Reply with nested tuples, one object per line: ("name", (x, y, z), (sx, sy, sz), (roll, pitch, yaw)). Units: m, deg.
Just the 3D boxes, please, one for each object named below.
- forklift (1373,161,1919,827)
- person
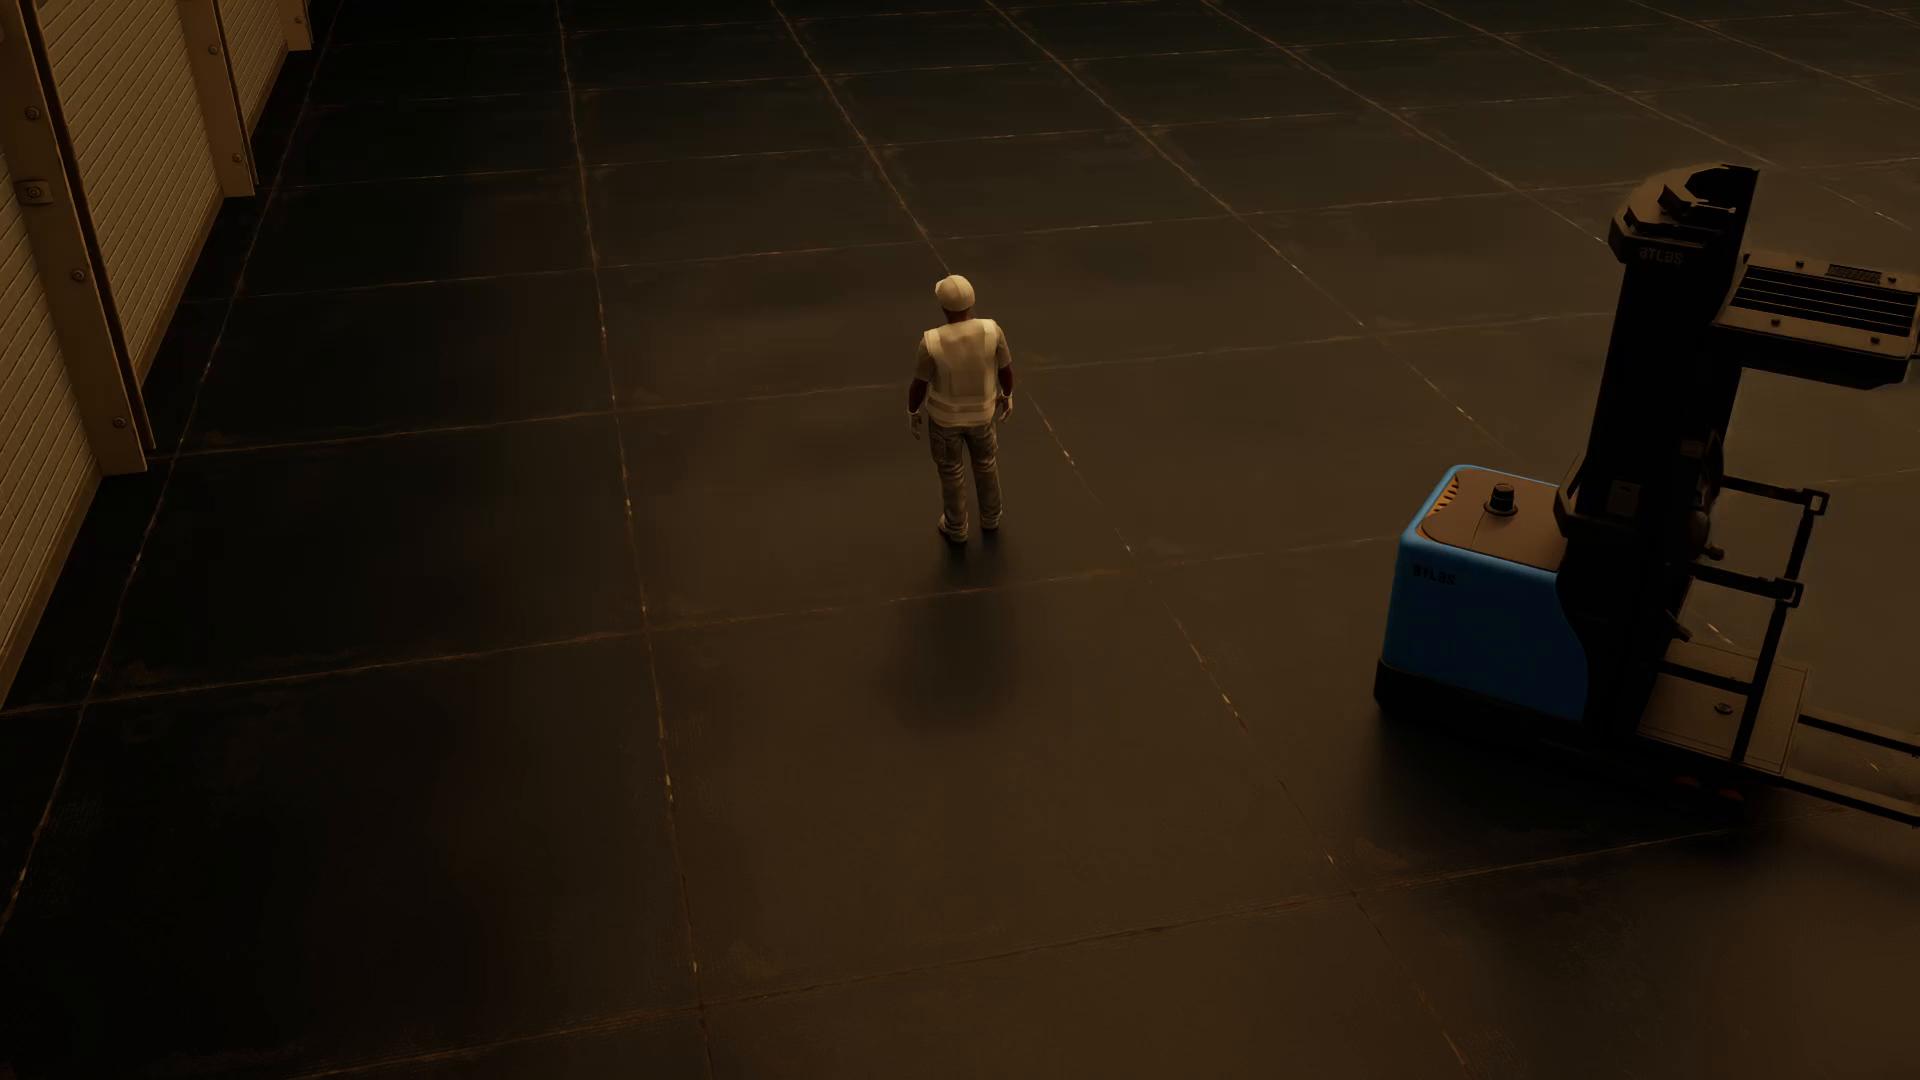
("forklift", (3.750, -0.191, 7.905), (3.031, 2.935, 1.130), (16, 34, 26))
("person", (-0.008, -0.814, 10.112), (0.656, 1.782, 0.577), (-7, 31, -12))
